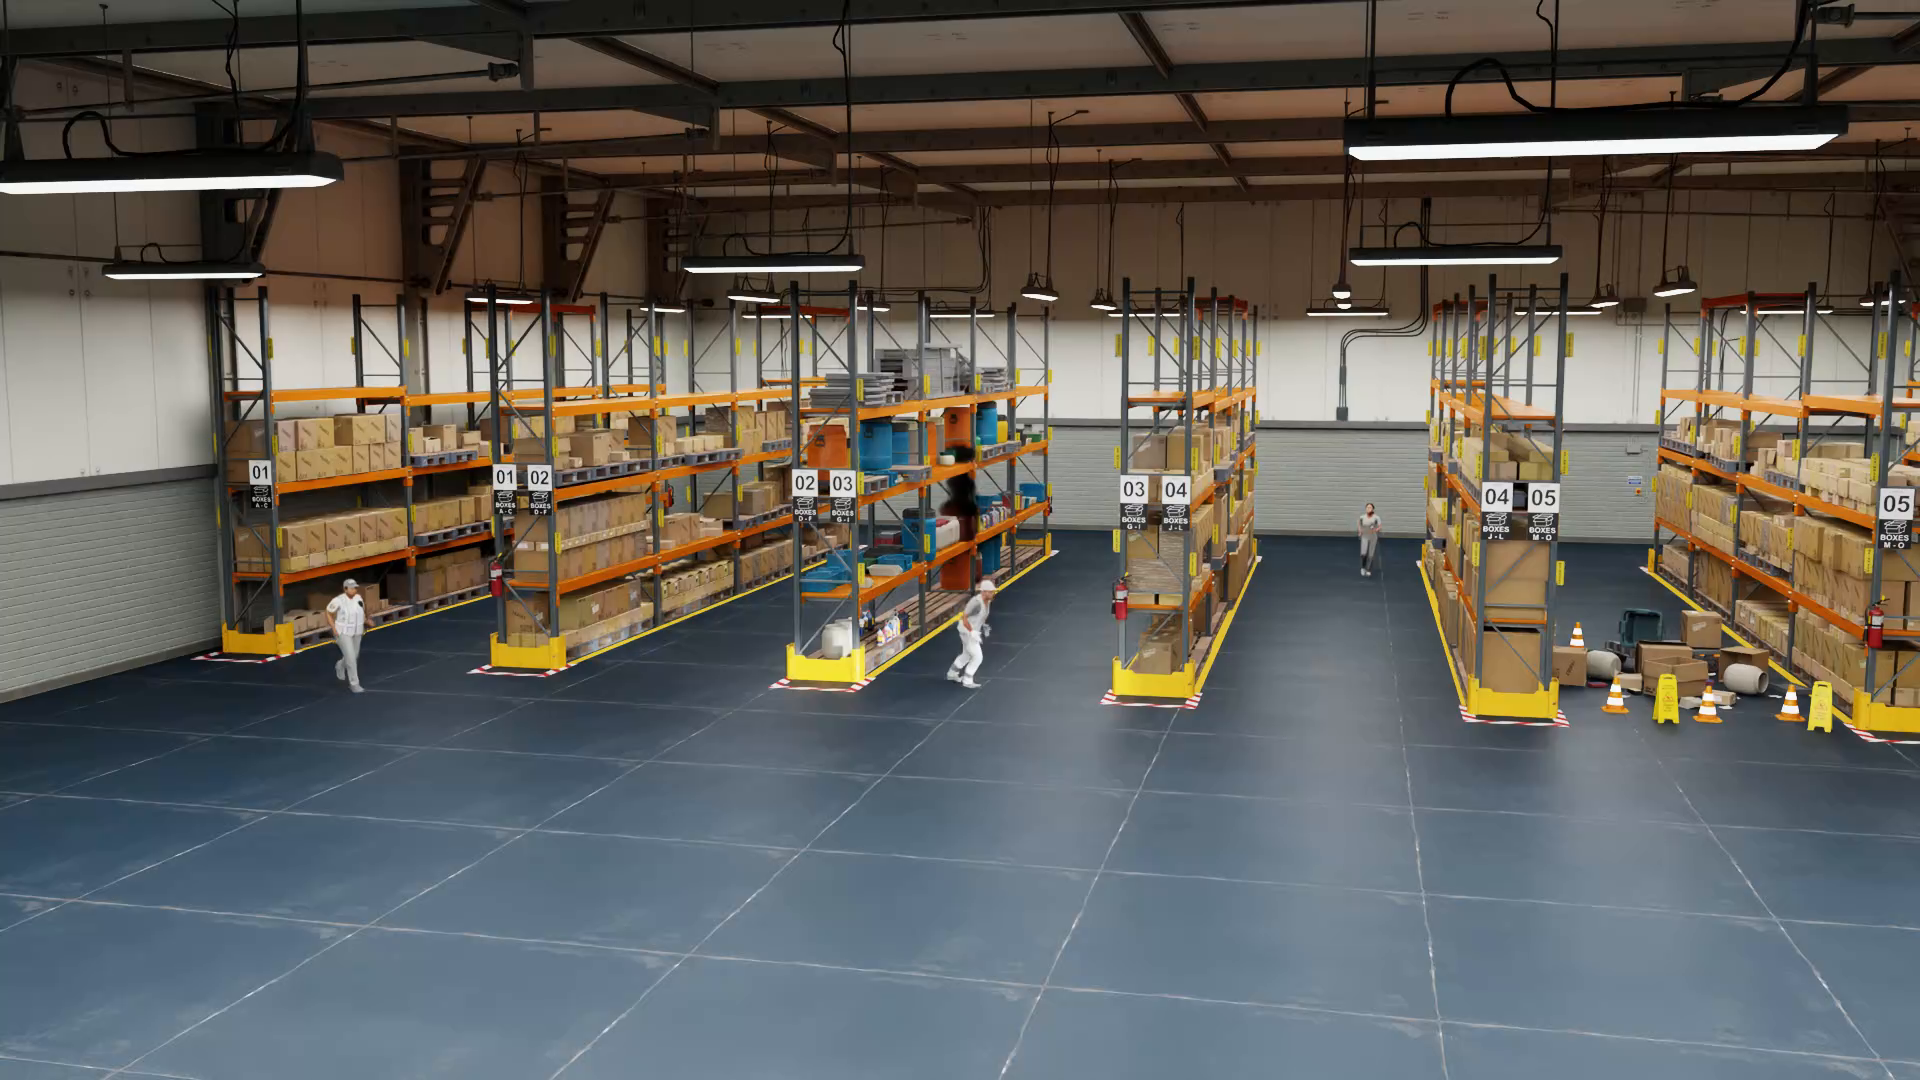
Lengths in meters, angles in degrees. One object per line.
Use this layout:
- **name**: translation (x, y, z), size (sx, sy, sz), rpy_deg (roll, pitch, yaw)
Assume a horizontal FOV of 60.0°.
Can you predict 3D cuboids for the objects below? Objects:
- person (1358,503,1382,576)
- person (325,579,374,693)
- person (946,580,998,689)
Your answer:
- **person**: translation (8.948, -0.003, 36.396), size (0.537, 1.628, 0.621), rpy_deg (2, 7, 18)
- **person**: translation (-9.037, 1.395, 24.495), size (0.852, 1.675, 0.586), rpy_deg (5, 8, 36)
- **person**: translation (0.163, 1.380, 24.578), size (0.902, 1.637, 0.690), rpy_deg (2, 7, 19)
